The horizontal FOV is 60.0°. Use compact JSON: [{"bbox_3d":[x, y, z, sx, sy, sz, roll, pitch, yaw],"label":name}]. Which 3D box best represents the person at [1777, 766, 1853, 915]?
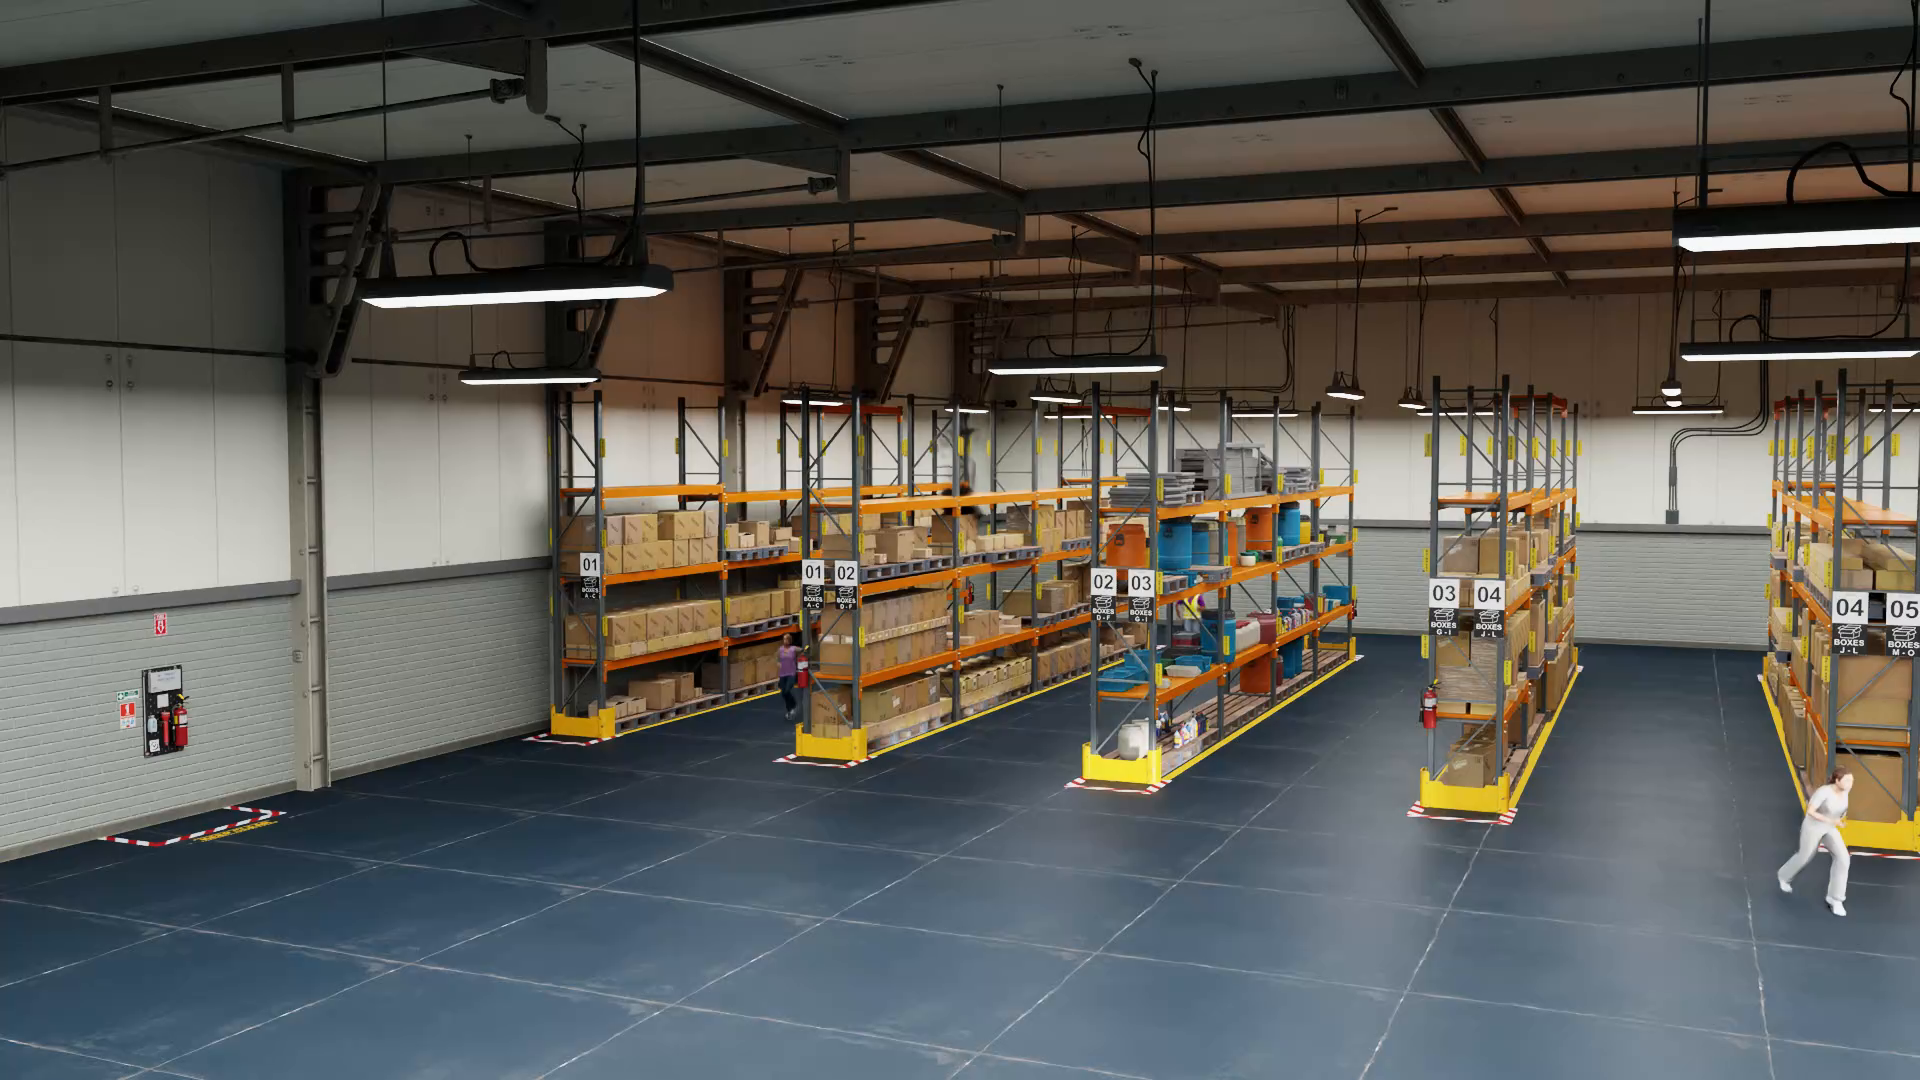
[{"bbox_3d":[9.379,3.235,18.235,0.606,1.606,0.957,-1,3,-20],"label":"person"}]

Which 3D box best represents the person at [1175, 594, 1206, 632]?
[{"bbox_3d":[5.553,1.925,40.101,0.734,1.781,0.777,0,3,9],"label":"person"}]

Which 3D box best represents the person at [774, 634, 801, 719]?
[{"bbox_3d":[-3.164,2.512,30.575,0.510,1.563,0.636,1,3,17],"label":"person"}]
